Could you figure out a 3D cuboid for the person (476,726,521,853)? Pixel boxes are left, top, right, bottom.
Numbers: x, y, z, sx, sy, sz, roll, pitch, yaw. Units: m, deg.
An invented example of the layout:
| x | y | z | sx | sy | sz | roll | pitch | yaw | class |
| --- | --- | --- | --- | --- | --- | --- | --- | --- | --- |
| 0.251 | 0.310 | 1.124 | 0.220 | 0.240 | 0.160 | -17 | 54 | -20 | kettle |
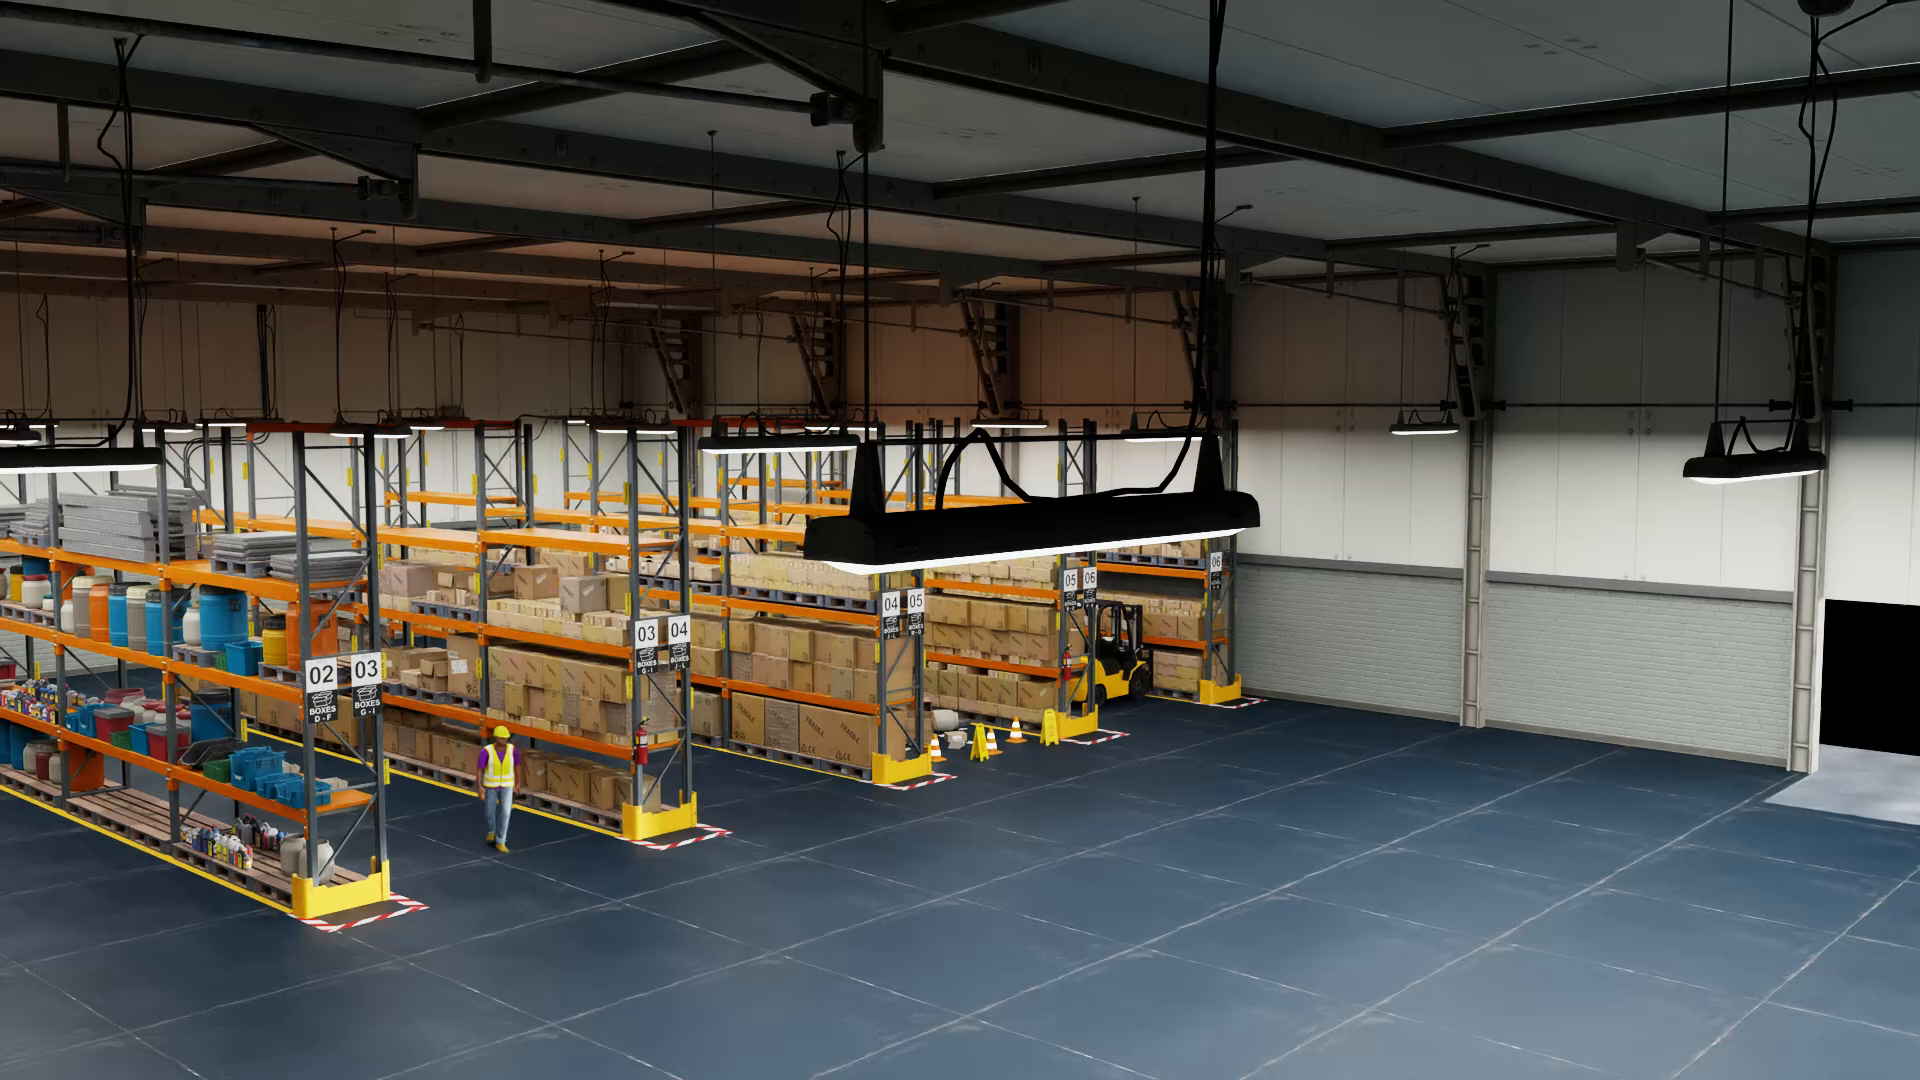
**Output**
| x | y | z | sx | sy | sz | roll | pitch | yaw | class |
| --- | --- | --- | --- | --- | --- | --- | --- | --- | --- |
| -6.590 | 3.535 | 23.768 | 0.657 | 1.774 | 0.729 | -2 | 5 | -27 | person |
